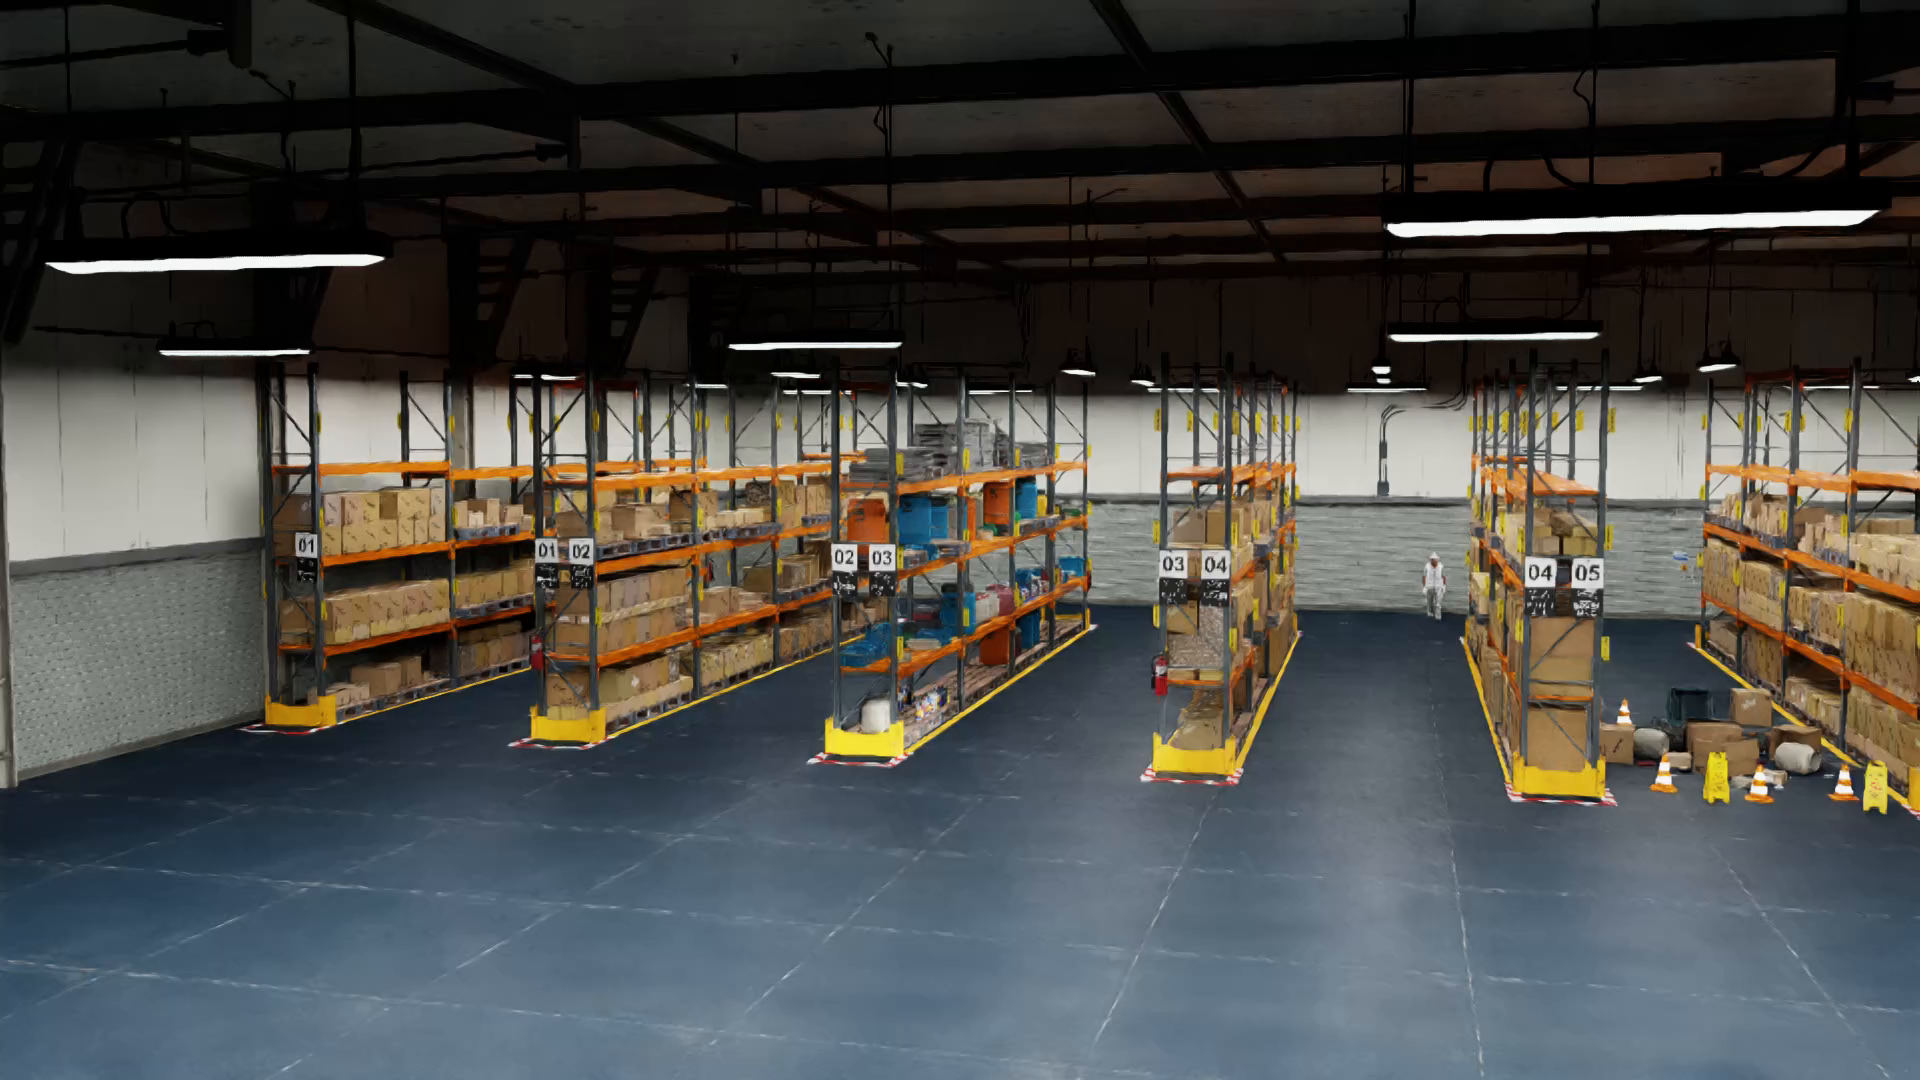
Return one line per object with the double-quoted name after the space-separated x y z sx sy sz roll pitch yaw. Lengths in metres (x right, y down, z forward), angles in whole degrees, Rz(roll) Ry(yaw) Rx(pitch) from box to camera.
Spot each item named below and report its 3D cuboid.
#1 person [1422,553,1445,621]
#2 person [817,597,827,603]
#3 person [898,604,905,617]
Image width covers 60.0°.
12.021 1.168 42.210 0.566 1.706 1.122 1 4 17 "person"
-3.576 0.965 45.863 0.682 1.641 0.508 -2 5 -30 "person"
-1.796 1.147 42.794 0.578 1.671 0.565 -4 5 -42 "person"
